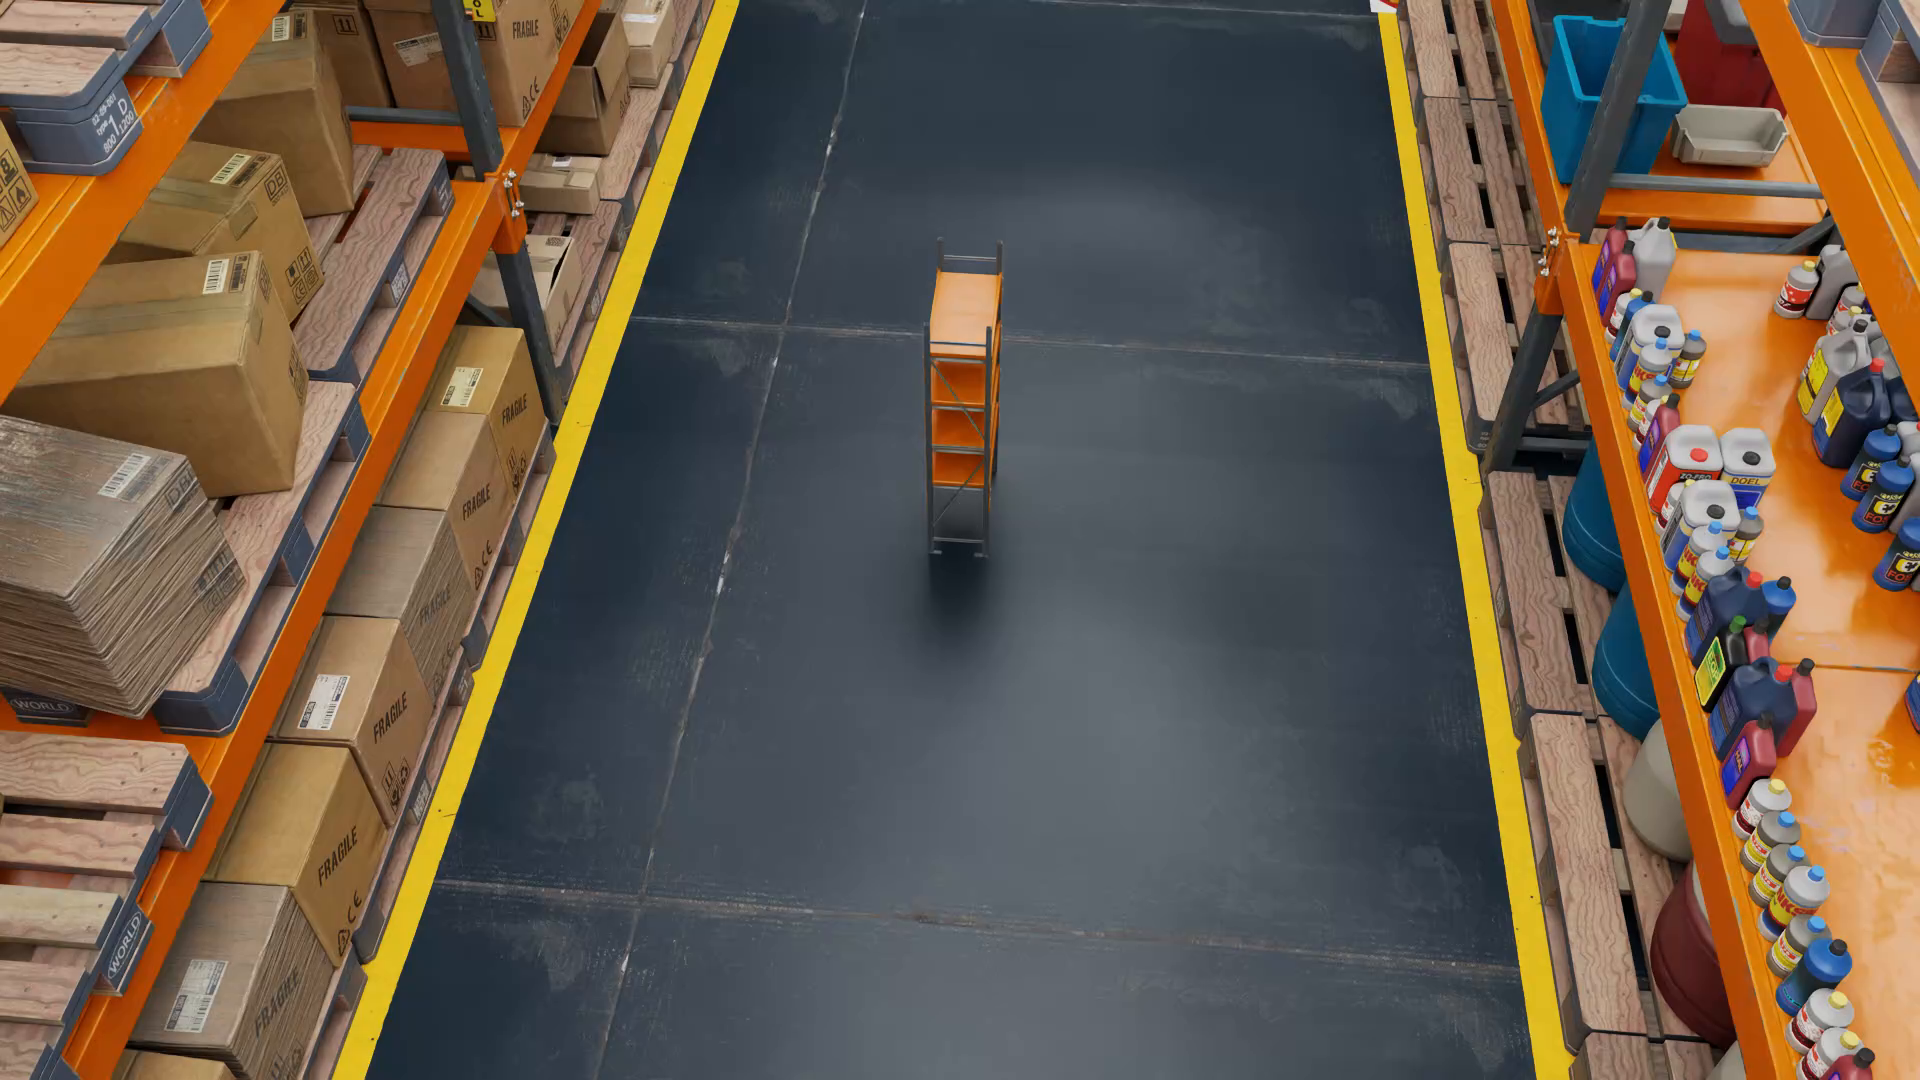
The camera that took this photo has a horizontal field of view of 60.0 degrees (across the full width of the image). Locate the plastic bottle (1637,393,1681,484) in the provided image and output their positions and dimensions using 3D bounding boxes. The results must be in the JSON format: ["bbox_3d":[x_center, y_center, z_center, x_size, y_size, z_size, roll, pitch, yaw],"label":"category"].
[{"bbox_3d":[2.158,-0.311,5.107,0.061,0.283,0.133,4,48,4],"label":"plastic bottle"}]

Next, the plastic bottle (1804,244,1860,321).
[{"bbox_3d":[2.983,-0.891,5.642,0.152,0.276,0.135,4,48,4],"label":"plastic bottle"}]

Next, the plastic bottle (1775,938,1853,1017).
[{"bbox_3d":[2.012,1.016,3.901,0.097,0.271,0.097,0,48,0],"label":"plastic bottle"}]

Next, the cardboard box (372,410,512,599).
[{"bbox_3d":[-2.048,-0.140,6.267,0.500,0.500,0.500,4,48,4],"label":"cardboard box"}]

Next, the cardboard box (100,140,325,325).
[{"bbox_3d":[-2.501,-0.913,5.226,0.700,0.500,0.500,11,48,10],"label":"cardboard box"}]

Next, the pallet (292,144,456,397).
[{"bbox_3d":[-2.417,-0.935,5.729,1.003,0.211,1.213,4,48,4],"label":"pallet"}]

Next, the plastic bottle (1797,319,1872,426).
[{"bbox_3d":[2.796,-0.540,5.270,0.144,0.351,0.185,4,48,4],"label":"plastic bottle"}]

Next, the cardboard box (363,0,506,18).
[{"bbox_3d":[-1.912,-2.279,6.082,0.500,0.500,0.500,5,48,5],"label":"cardboard box"}]

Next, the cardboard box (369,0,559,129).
[{"bbox_3d":[-1.917,-1.970,6.477,0.500,0.500,0.500,5,48,5],"label":"cardboard box"}]

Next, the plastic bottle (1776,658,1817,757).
[{"bbox_3d":[2.209,0.443,4.417,0.061,0.283,0.133,4,48,4],"label":"plastic bottle"}]

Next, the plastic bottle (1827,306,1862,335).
[{"bbox_3d":[2.927,-0.685,5.504,0.097,0.201,0.097,0,48,0],"label":"plastic bottle"}]

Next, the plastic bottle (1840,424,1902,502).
[{"bbox_3d":[2.778,-0.245,5.054,0.097,0.271,0.097,0,48,0],"label":"plastic bottle"}]

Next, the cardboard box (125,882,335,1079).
[{"bbox_3d":[-2.231,1.354,4.900,0.500,0.500,0.500,2,48,2],"label":"cardboard box"}]

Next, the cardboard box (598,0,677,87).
[{"bbox_3d":[-1.791,-2.628,8.712,0.500,0.250,0.500,4,48,4],"label":"cardboard box"}]

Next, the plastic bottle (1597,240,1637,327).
[{"bbox_3d":[2.227,-0.866,5.614,0.061,0.283,0.133,4,48,4],"label":"plastic bottle"}]

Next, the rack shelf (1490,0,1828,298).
[{"bbox_3d":[2.880,-2.471,7.491,1.077,0.370,4.000,4,48,4],"label":"rack shelf"}]

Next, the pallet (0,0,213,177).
[{"bbox_3d":[-2.456,-1.292,4.020,1.213,0.211,1.003,4,48,4],"label":"pallet"}]

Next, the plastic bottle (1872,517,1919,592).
[{"bbox_3d":[2.745,0.024,4.808,0.097,0.271,0.097,0,48,0],"label":"plastic bottle"}]

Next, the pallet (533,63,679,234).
[{"bbox_3d":[-2.063,-2.042,8.501,1.003,0.211,1.213,4,48,4],"label":"pallet"}]

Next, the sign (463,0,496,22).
[{"bbox_3d":[-1.682,-1.936,5.729,0.100,0.325,0.005,4,48,4],"label":"sign"}]

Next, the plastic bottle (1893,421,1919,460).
[{"bbox_3d":[2.904,-0.252,5.058,0.152,0.276,0.135,4,48,4],"label":"plastic bottle"}]

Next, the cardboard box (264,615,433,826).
[{"bbox_3d":[-2.138,0.602,5.588,0.500,0.500,0.500,2,48,2],"label":"cardboard box"}]

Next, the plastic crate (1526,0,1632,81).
[{"bbox_3d":[2.532,-2.012,6.729,0.437,0.125,0.590,4,48,4],"label":"plastic crate"}]

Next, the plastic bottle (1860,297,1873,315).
[{"bbox_3d":[3.008,-0.720,5.481,0.061,0.283,0.133,4,48,4],"label":"plastic bottle"}]

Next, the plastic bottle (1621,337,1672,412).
[{"bbox_3d":[2.205,-0.534,5.319,0.097,0.271,0.097,0,48,0],"label":"plastic bottle"}]

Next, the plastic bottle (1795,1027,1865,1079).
[{"bbox_3d":[1.994,1.183,3.796,0.097,0.201,0.097,0,48,0],"label":"plastic bottle"}]

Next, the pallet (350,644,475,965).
[{"bbox_3d":[-2.380,0.860,5.846,1.003,0.211,1.213,4,48,4],"label":"pallet"}]

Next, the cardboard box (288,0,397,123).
[{"bbox_3d":[-2.445,-1.998,6.503,0.500,0.500,0.500,5,48,4],"label":"cardboard box"}]

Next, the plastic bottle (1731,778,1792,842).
[{"bbox_3d":[2.057,0.682,4.254,0.097,0.201,0.097,0,48,0],"label":"plastic bottle"}]

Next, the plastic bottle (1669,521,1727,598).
[{"bbox_3d":[2.132,0.048,4.786,0.097,0.271,0.097,0,48,0],"label":"plastic bottle"}]

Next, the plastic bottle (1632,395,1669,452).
[{"bbox_3d":[2.187,-0.367,5.214,0.097,0.201,0.097,0,48,0],"label":"plastic bottle"}]

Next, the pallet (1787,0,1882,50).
[{"bbox_3d":[2.723,-1.610,4.311,1.213,0.211,1.003,4,48,4],"label":"pallet"}]

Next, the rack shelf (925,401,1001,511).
[{"bbox_3d":[0.015,-0.347,6.641,0.258,0.148,0.480,4,48,4],"label":"rack shelf"}]

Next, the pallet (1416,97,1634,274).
[{"bbox_3d":[2.834,-1.745,8.229,1.003,0.211,1.213,4,48,4],"label":"pallet"}]

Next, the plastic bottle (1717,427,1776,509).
[{"bbox_3d":[2.343,-0.197,5.008,0.152,0.276,0.135,4,48,4],"label":"plastic bottle"}]

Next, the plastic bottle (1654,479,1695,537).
[{"bbox_3d":[2.153,-0.099,4.968,0.097,0.201,0.097,0,48,0],"label":"plastic bottle"}]

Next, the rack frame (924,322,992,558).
[{"bbox_3d":[-0.007,-0.347,6.280,0.240,1.200,0.015,4,48,4],"label":"rack frame"}]

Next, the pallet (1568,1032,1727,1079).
[{"bbox_3d":[2.363,2.054,4.754,1.003,0.211,1.213,4,48,4],"label":"pallet"}]

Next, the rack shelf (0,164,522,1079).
[{"bbox_3d":[-2.417,0.132,5.110,1.077,0.370,4.000,4,48,4],"label":"rack shelf"}]

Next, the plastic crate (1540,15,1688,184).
[{"bbox_3d":[2.400,-1.625,6.200,0.392,0.384,0.575,4,48,4],"label":"plastic crate"}]

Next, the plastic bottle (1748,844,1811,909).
[{"bbox_3d":[2.039,0.826,4.123,0.097,0.201,0.097,0,48,0],"label":"plastic bottle"}]

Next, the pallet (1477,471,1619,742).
[{"bbox_3d":[2.585,0.261,6.394,1.003,0.211,1.213,4,48,4],"label":"pallet"}]

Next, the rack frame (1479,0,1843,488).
[{"bbox_3d":[2.697,-1.244,5.881,1.000,3.000,0.127,4,48,4],"label":"rack frame"}]

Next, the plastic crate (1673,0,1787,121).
[{"bbox_3d":[3.028,-1.925,6.420,0.402,0.464,0.583,4,48,4],"label":"plastic crate"}]

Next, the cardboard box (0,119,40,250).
[{"bbox_3d":[-2.500,-0.766,3.344,0.910,0.500,0.500,4,48,4],"label":"cardboard box"}]

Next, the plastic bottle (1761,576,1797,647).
[{"bbox_3d":[2.258,0.201,4.647,0.097,0.271,0.097,0,48,0],"label":"plastic bottle"}]

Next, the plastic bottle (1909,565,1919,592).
[{"bbox_3d":[2.871,0.017,4.811,0.152,0.276,0.135,4,48,4],"label":"plastic bottle"}]

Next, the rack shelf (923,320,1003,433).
[{"bbox_3d":[0.015,-0.632,6.329,0.258,0.148,0.480,4,48,4],"label":"rack shelf"}]

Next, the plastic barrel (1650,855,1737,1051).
[{"bbox_3d":[2.463,1.177,5.016,0.600,0.588,0.708,4,48,4],"label":"plastic barrel"}]

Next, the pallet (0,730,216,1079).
[{"bbox_3d":[-2.608,0.921,4.031,1.213,0.211,1.003,4,48,4],"label":"pallet"}]

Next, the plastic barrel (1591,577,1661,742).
[{"bbox_3d":[2.566,0.241,5.660,0.600,0.901,0.708,4,48,4],"label":"plastic barrel"}]

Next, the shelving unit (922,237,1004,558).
[{"bbox_3d":[0.015,-0.527,6.444,0.258,1.200,0.503,4,48,4],"label":"shelving unit"}]

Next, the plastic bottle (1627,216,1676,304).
[{"bbox_3d":[2.339,-0.961,5.655,0.144,0.351,0.185,4,48,4],"label":"plastic bottle"}]

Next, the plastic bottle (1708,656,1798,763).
[{"bbox_3d":[2.105,0.432,4.382,0.144,0.351,0.185,4,48,4],"label":"plastic bottle"}]

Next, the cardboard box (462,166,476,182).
[{"bbox_3d":[-2.397,-1.810,7.923,0.500,0.311,0.500,4,48,4],"label":"cardboard box"}]

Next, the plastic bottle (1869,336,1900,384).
[{"bbox_3d":[2.939,-0.530,5.261,0.144,0.351,0.185,4,48,4],"label":"plastic bottle"}]

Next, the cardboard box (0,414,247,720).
[{"bbox_3d":[-2.381,0.054,4.341,0.700,0.500,0.500,12,49,11],"label":"cardboard box"}]

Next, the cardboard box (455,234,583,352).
[{"bbox_3d":[-1.981,-1.115,7.287,0.500,0.311,0.500,4,48,4],"label":"cardboard box"}]

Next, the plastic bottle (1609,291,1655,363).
[{"bbox_3d":[2.226,-0.704,5.475,0.097,0.271,0.097,0,48,0],"label":"plastic bottle"}]

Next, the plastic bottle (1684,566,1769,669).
[{"bbox_3d":[2.134,0.198,4.595,0.144,0.351,0.185,4,48,4],"label":"plastic bottle"}]
